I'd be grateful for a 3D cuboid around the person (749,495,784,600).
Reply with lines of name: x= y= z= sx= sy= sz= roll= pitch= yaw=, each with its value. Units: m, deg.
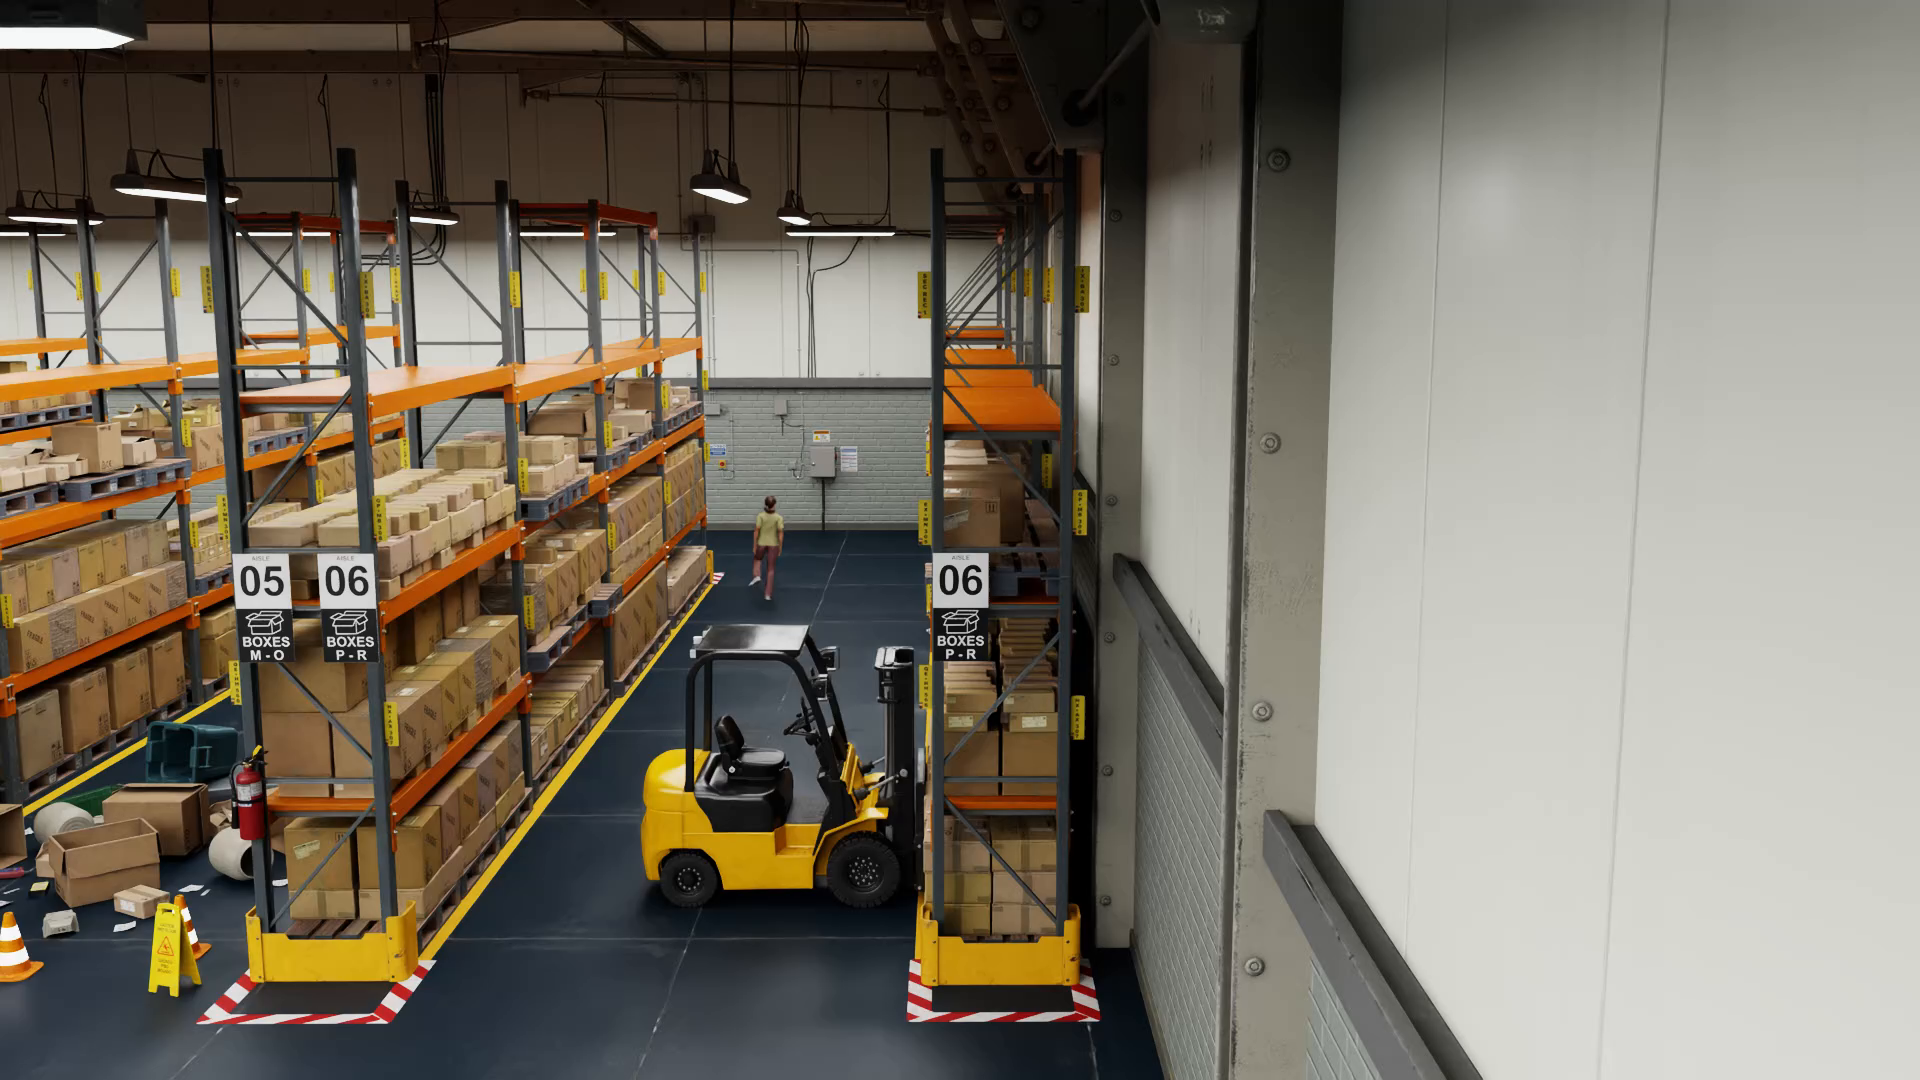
person: x=-3.074 y=0.109 z=26.477 sx=0.575 sy=1.670 sz=0.496 roll=0 pitch=9 yaw=1
